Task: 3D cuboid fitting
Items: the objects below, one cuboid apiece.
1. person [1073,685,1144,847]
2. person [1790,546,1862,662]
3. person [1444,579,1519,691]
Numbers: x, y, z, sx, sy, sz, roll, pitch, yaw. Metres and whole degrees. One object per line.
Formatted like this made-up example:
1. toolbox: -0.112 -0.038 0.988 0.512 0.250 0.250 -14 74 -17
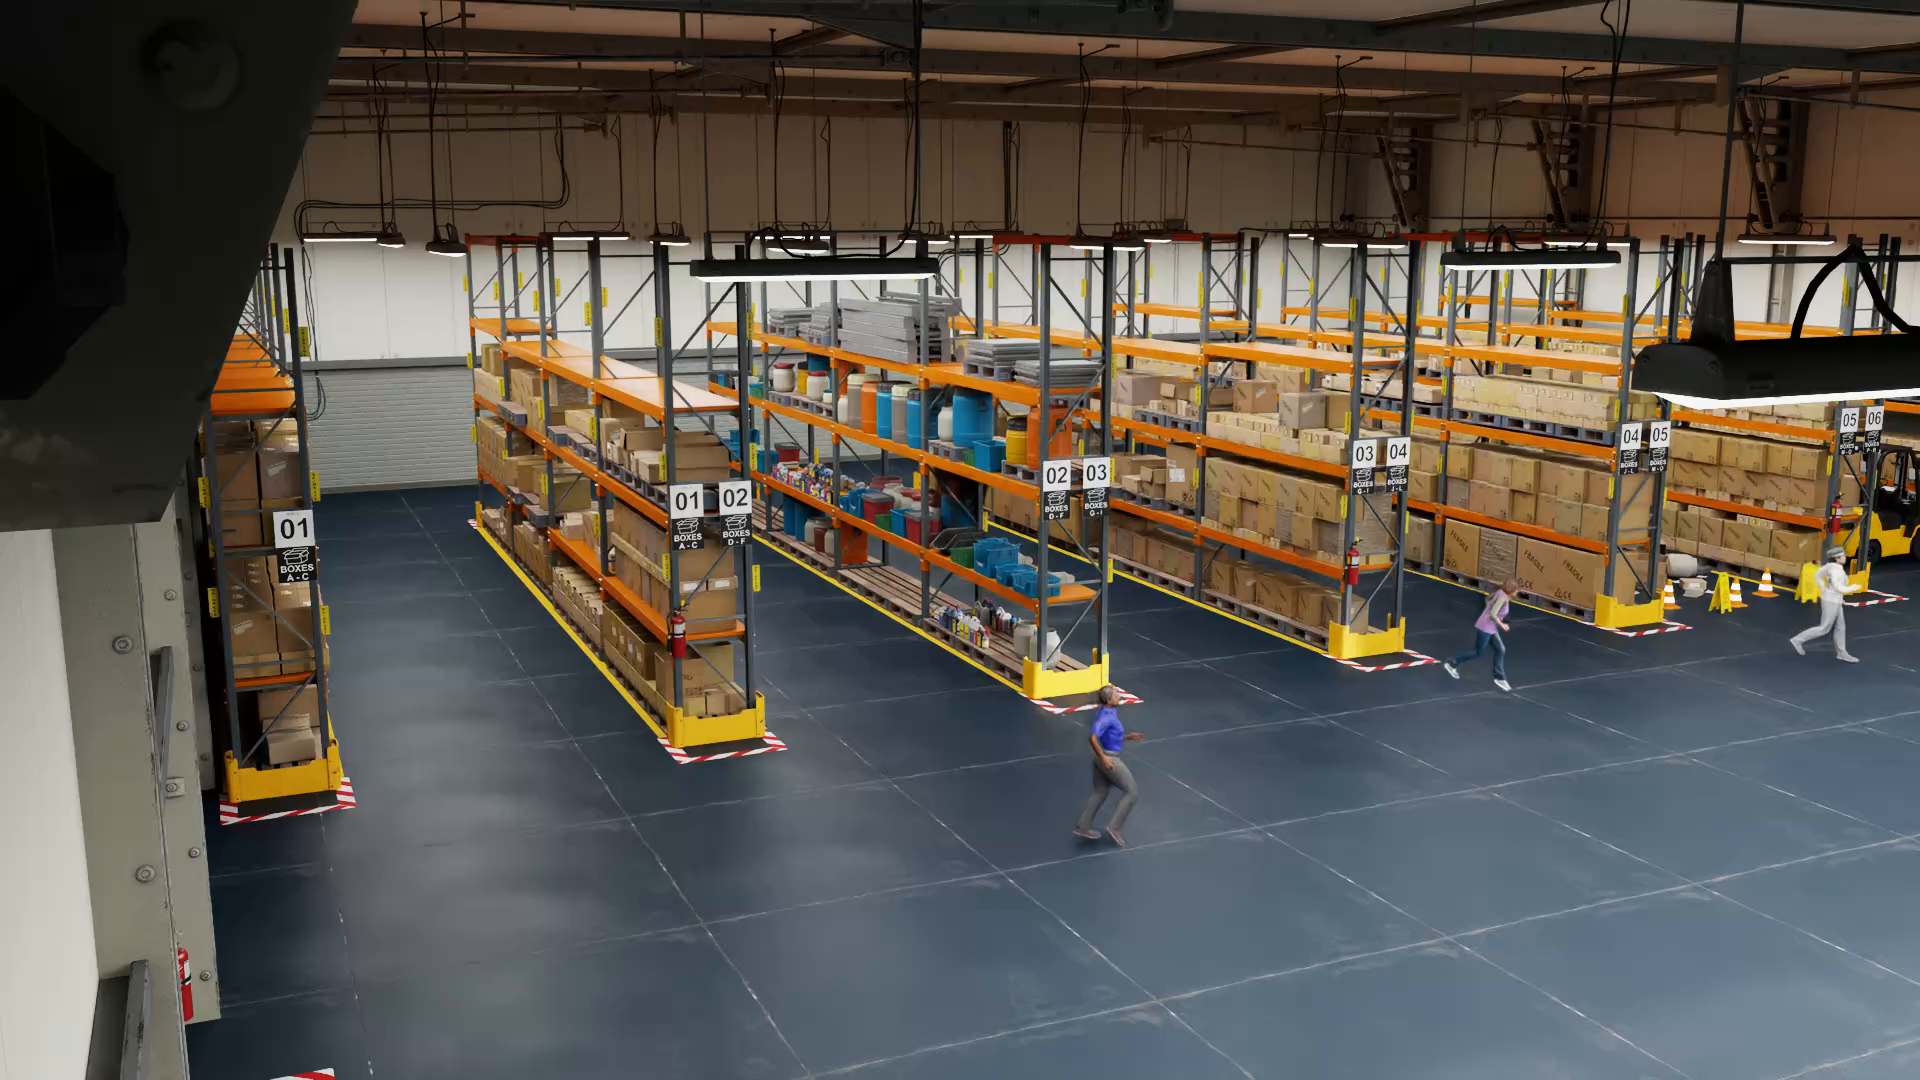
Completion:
1. person: 1.527 2.305 16.946 0.713 1.690 0.542 -2 11 -10
2. person: 12.501 0.902 23.928 0.914 1.676 0.611 5 12 22
3. person: 7.104 1.267 22.688 0.914 1.547 0.572 3 11 16
